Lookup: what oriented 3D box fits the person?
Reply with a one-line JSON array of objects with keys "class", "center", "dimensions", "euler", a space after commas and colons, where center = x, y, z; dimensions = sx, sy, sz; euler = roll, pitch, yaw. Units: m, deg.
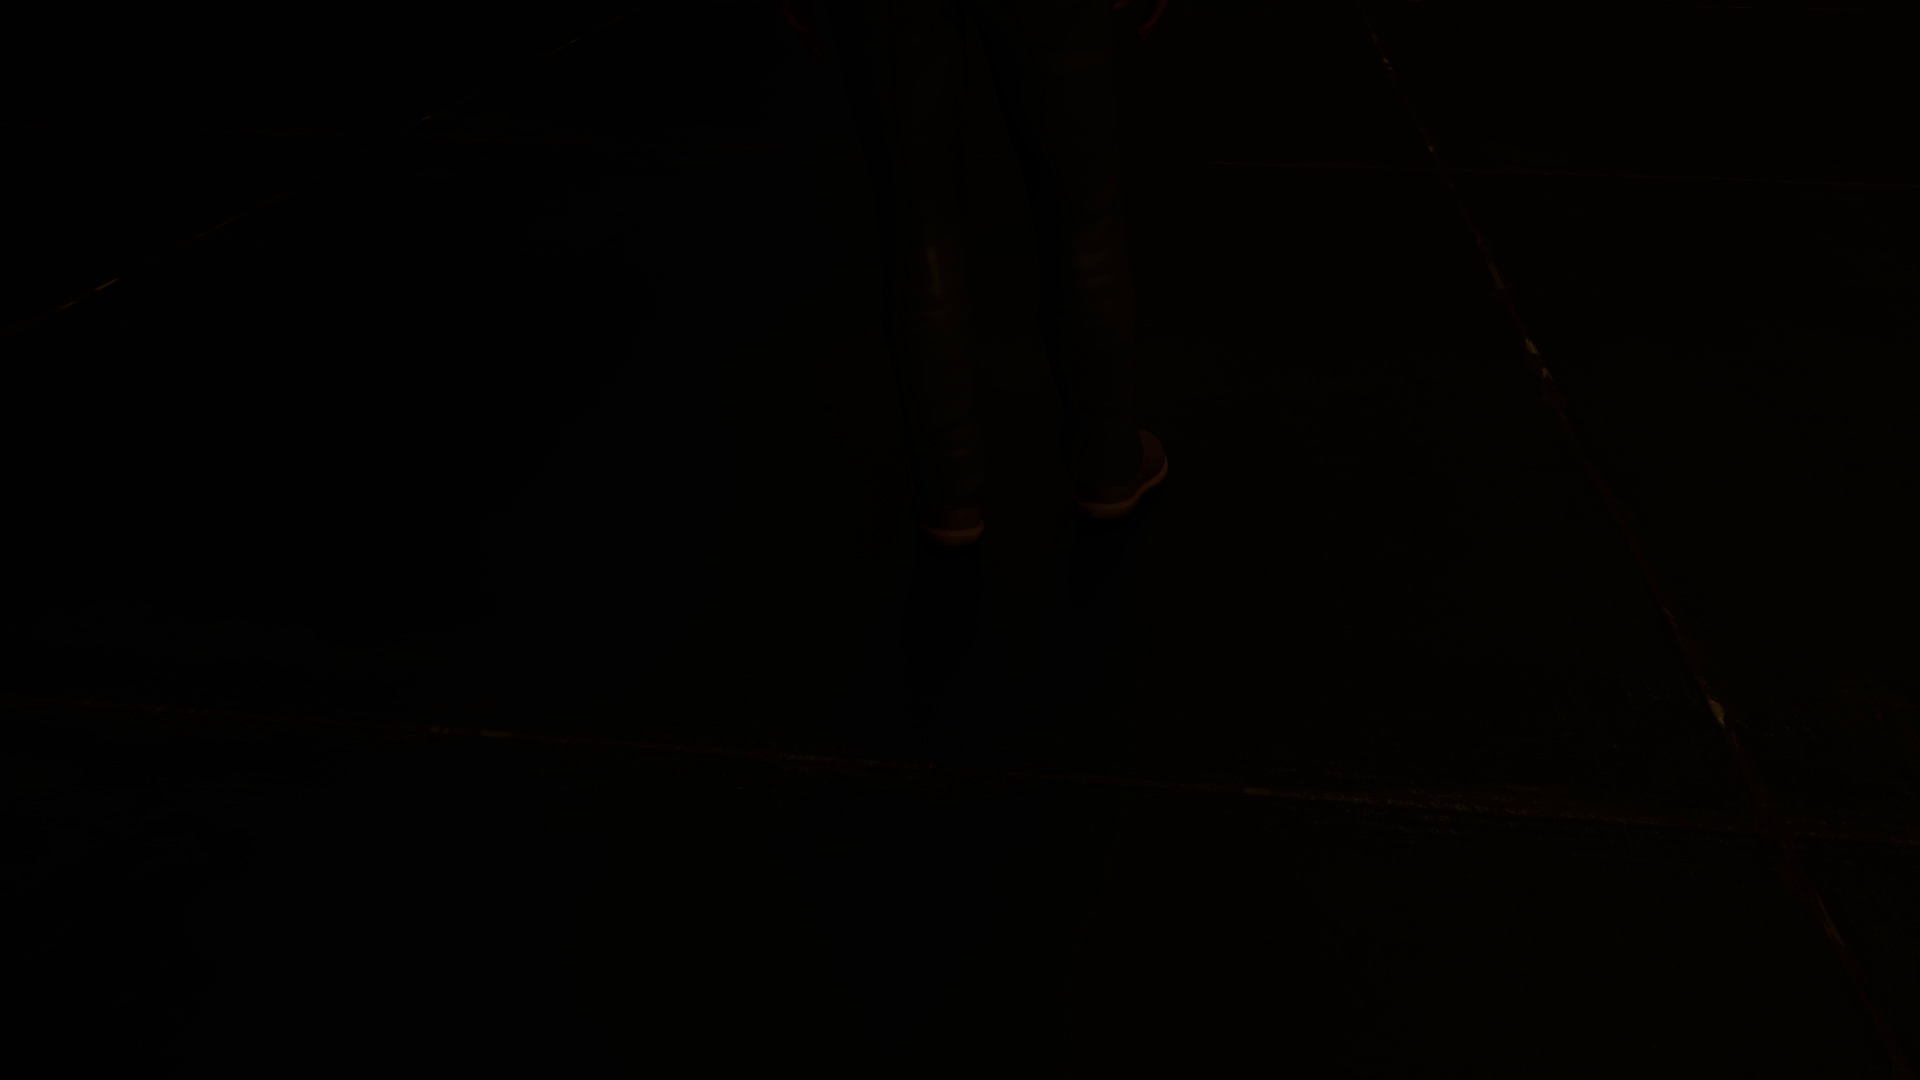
[{"class": "person", "center": [0.031, -0.785, 2.203], "dimensions": [0.569, 1.656, 0.503], "euler": [3, 27, 7]}]
